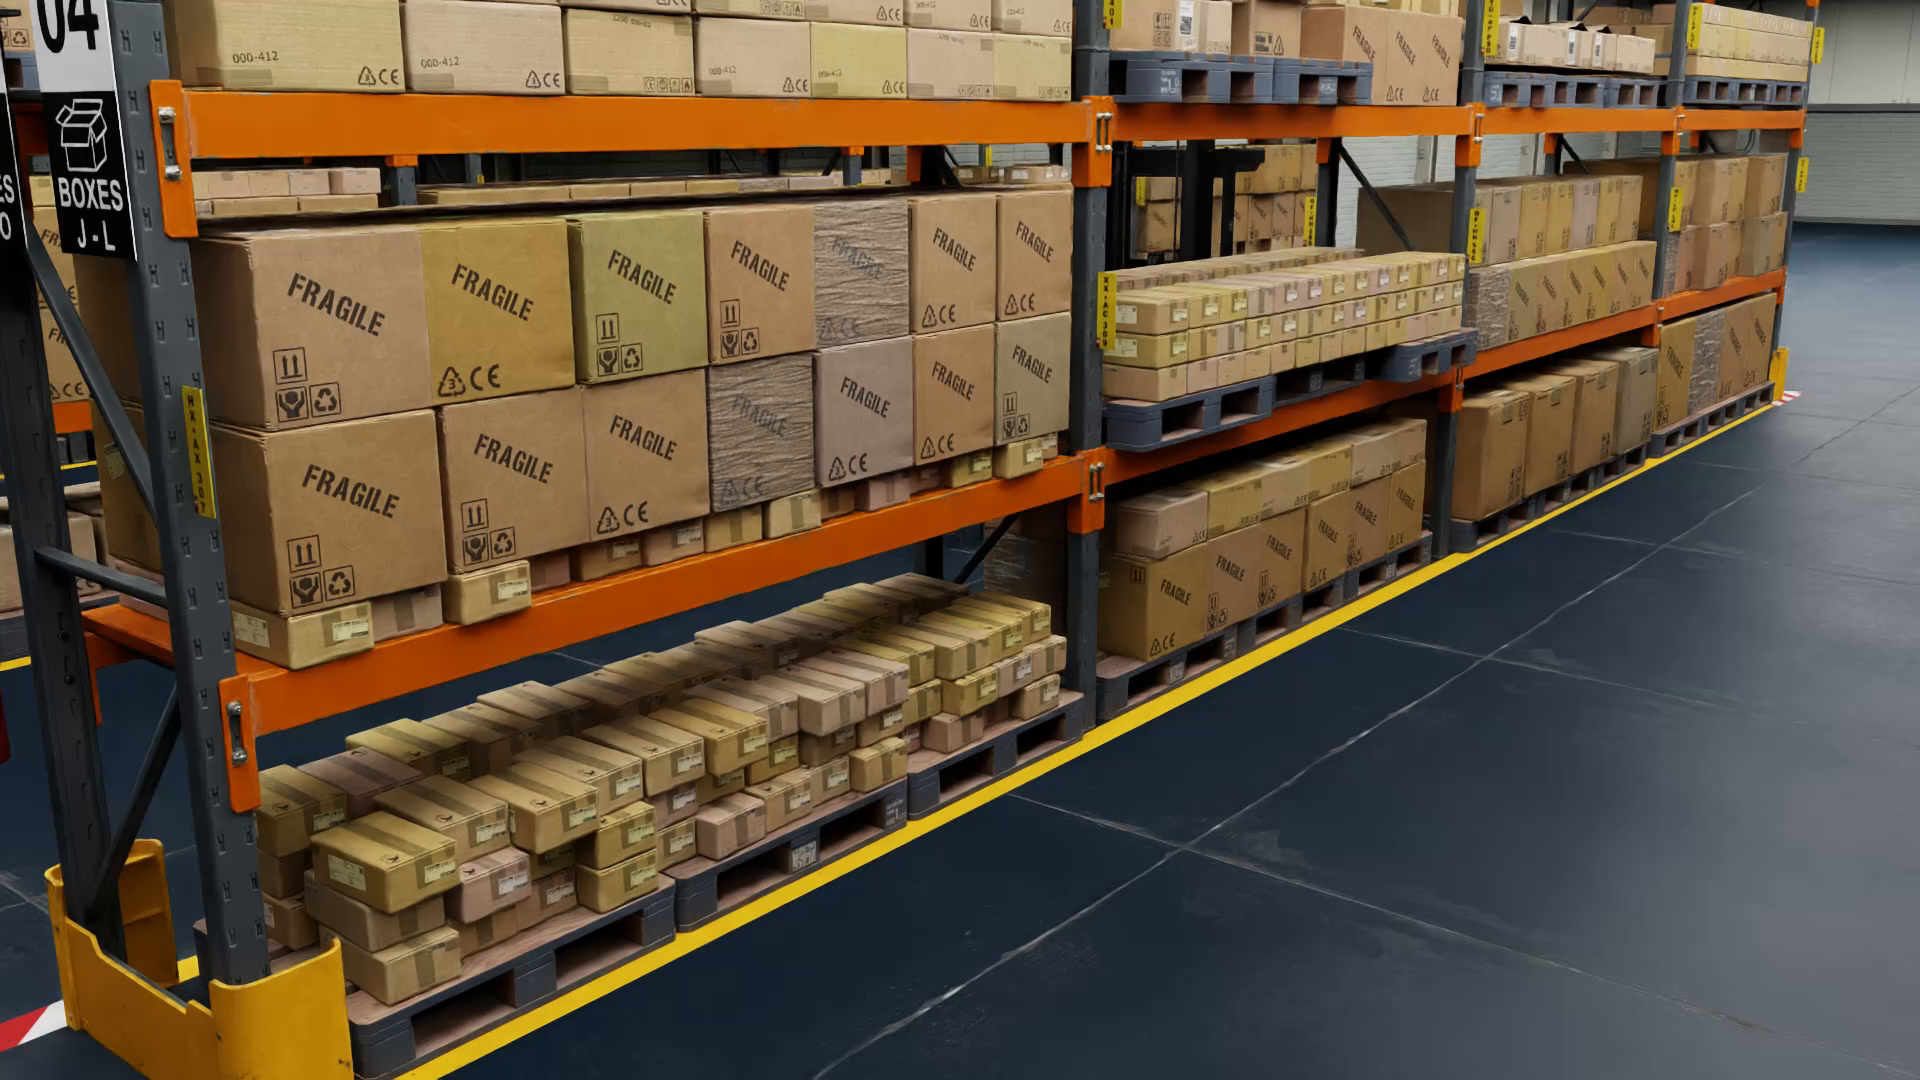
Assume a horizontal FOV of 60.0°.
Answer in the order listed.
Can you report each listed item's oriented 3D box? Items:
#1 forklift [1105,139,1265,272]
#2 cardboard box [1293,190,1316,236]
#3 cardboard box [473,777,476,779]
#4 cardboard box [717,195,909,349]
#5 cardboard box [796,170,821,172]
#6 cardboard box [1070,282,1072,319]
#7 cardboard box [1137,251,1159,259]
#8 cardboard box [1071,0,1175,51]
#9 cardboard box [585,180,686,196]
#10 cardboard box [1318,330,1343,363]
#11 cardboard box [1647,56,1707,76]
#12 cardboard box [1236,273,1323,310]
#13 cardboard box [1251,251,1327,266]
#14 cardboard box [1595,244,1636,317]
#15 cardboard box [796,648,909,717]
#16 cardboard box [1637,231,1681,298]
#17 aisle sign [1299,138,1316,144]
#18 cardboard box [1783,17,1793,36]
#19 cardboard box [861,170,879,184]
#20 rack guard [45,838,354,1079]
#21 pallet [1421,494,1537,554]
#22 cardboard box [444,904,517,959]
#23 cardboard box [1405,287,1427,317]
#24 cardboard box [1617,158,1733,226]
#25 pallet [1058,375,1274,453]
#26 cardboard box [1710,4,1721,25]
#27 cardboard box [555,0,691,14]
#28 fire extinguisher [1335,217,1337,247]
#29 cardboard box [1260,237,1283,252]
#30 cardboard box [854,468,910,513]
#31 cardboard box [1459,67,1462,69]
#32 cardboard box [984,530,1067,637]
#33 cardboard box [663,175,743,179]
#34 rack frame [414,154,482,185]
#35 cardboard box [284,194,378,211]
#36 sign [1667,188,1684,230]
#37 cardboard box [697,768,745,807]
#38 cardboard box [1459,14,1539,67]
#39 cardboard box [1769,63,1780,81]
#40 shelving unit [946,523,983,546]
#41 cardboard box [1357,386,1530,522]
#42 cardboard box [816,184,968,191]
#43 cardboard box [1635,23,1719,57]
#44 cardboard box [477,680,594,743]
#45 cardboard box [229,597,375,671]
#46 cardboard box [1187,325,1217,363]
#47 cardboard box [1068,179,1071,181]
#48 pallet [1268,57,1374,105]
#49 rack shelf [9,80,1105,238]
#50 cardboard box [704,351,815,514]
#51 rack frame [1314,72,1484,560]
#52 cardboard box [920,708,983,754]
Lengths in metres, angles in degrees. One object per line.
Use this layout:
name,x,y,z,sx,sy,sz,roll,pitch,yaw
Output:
forklift,1.807,-2.172,13.722,1.130,2.935,3.031,8,16,30
cardboard box,3.702,-3.739,18.940,0.500,0.500,0.500,11,18,37
cardboard box,-1.630,0.872,5.932,0.380,0.149,0.250,11,18,37
cardboard box,-0.538,-0.997,6.119,0.500,0.500,0.500,12,18,39
cardboard box,-1.950,-4.507,20.649,0.380,0.149,0.250,11,18,37
cardboard box,0.469,-1.177,8.111,0.380,0.149,0.250,11,18,36
cardboard box,1.762,-2.815,16.624,0.380,0.149,0.250,11,18,37
cardboard box,0.524,-2.409,7.366,0.700,0.500,0.500,11,18,38
cardboard box,-2.278,-2.265,11.711,0.500,0.500,0.500,11,18,37
cardboard box,1.783,-1.032,8.752,0.380,0.149,0.250,10,17,35
cardboard box,5.721,-3.781,13.276,0.380,0.149,0.250,11,18,37
cardboard box,1.617,-1.270,8.479,0.380,0.149,0.250,12,19,40
cardboard box,1.949,-1.627,9.885,0.380,0.149,0.250,11,18,37
cardboard box,4.791,-1.990,12.662,0.500,0.500,0.500,11,18,37
cardboard box,-0.424,0.558,6.563,0.380,0.149,0.250,10,17,35
cardboard box,5.451,-2.325,13.878,0.875,0.550,0.550,11,18,38
aisle sign,4.093,-4.919,19.116,0.394,0.787,0.004,11,18,38
cardboard box,7.314,-4.653,15.089,0.380,0.149,0.250,12,18,38
cardboard box,-1.227,-4.526,20.720,0.380,0.149,0.250,11,18,38
rack guard,-2.266,1.315,4.930,1.175,0.500,0.348,11,18,38
pallet,3.268,-0.202,11.488,1.003,0.211,1.213,11,18,38
cardboard box,-1.635,1.183,5.312,0.380,0.149,0.250,11,18,37
cardboard box,2.428,-1.372,9.487,0.380,0.149,0.250,12,18,39
cardboard box,6.188,-3.047,14.526,0.875,0.550,0.550,11,18,38
pallet,0.794,-0.679,8.092,1.003,0.211,1.213,11,18,38
cardboard box,5.881,-4.217,13.371,0.380,0.149,0.250,11,18,37
cardboard box,-1.182,-1.744,5.093,0.500,0.250,0.500,12,18,38
fire extinguisher,4.259,-3.606,19.381,0.296,0.674,0.183,11,18,38
cardboard box,3.371,-3.301,18.534,0.380,0.149,0.250,12,18,39
cardboard box,-0.418,-0.225,6.426,0.380,0.149,0.250,10,18,35
cardboard box,3.138,-3.323,11.144,0.500,0.311,0.500,11,18,38
cardboard box,0.469,0.179,8.548,0.500,0.500,0.500,11,18,36
cardboard box,-2.004,-2.540,12.797,0.500,0.500,0.500,11,18,38
rack frame,-5.063,-2.928,16.556,1.000,3.000,0.127,11,18,38
cardboard box,-3.795,-1.794,9.860,0.500,0.500,0.500,11,18,37
sign,5.656,-2.621,13.155,0.100,0.325,0.005,11,18,38
cardboard box,-1.007,0.831,6.092,0.380,0.149,0.250,12,19,40
cardboard box,3.340,-3.181,10.585,0.500,0.311,0.500,11,18,38
cardboard box,7.157,-4.219,15.000,0.380,0.149,0.250,11,18,37
shelving unit,-0.005,-0.435,11.006,0.258,0.900,0.210,11,18,38
cardboard box,3.167,-0.630,11.226,1.050,0.750,0.750,11,18,37
cardboard box,-0.273,-1.276,7.217,0.500,0.500,0.500,12,18,39
cardboard box,5.753,-4.007,13.358,0.500,0.250,0.500,11,18,38
cardboard box,-1.574,0.659,6.165,0.380,0.149,0.250,12,19,40
cardboard box,-1.855,0.229,4.641,0.380,0.149,0.250,11,18,37
cardboard box,0.967,-0.928,7.737,0.380,0.149,0.250,11,18,36
cardboard box,1.203,-3.199,15.962,0.500,0.500,0.500,11,18,37
pallet,1.320,-2.311,8.419,1.213,0.211,1.003,11,18,38
rack shelf,-1.057,-1.370,5.792,1.077,0.370,4.000,11,18,38
cardboard box,-0.867,-0.414,5.855,0.500,0.500,0.500,11,18,36
rack frame,2.714,-1.414,10.596,1.000,3.000,0.127,11,18,38
cardboard box,-0.126,0.756,6.993,0.380,0.149,0.250,11,18,36
